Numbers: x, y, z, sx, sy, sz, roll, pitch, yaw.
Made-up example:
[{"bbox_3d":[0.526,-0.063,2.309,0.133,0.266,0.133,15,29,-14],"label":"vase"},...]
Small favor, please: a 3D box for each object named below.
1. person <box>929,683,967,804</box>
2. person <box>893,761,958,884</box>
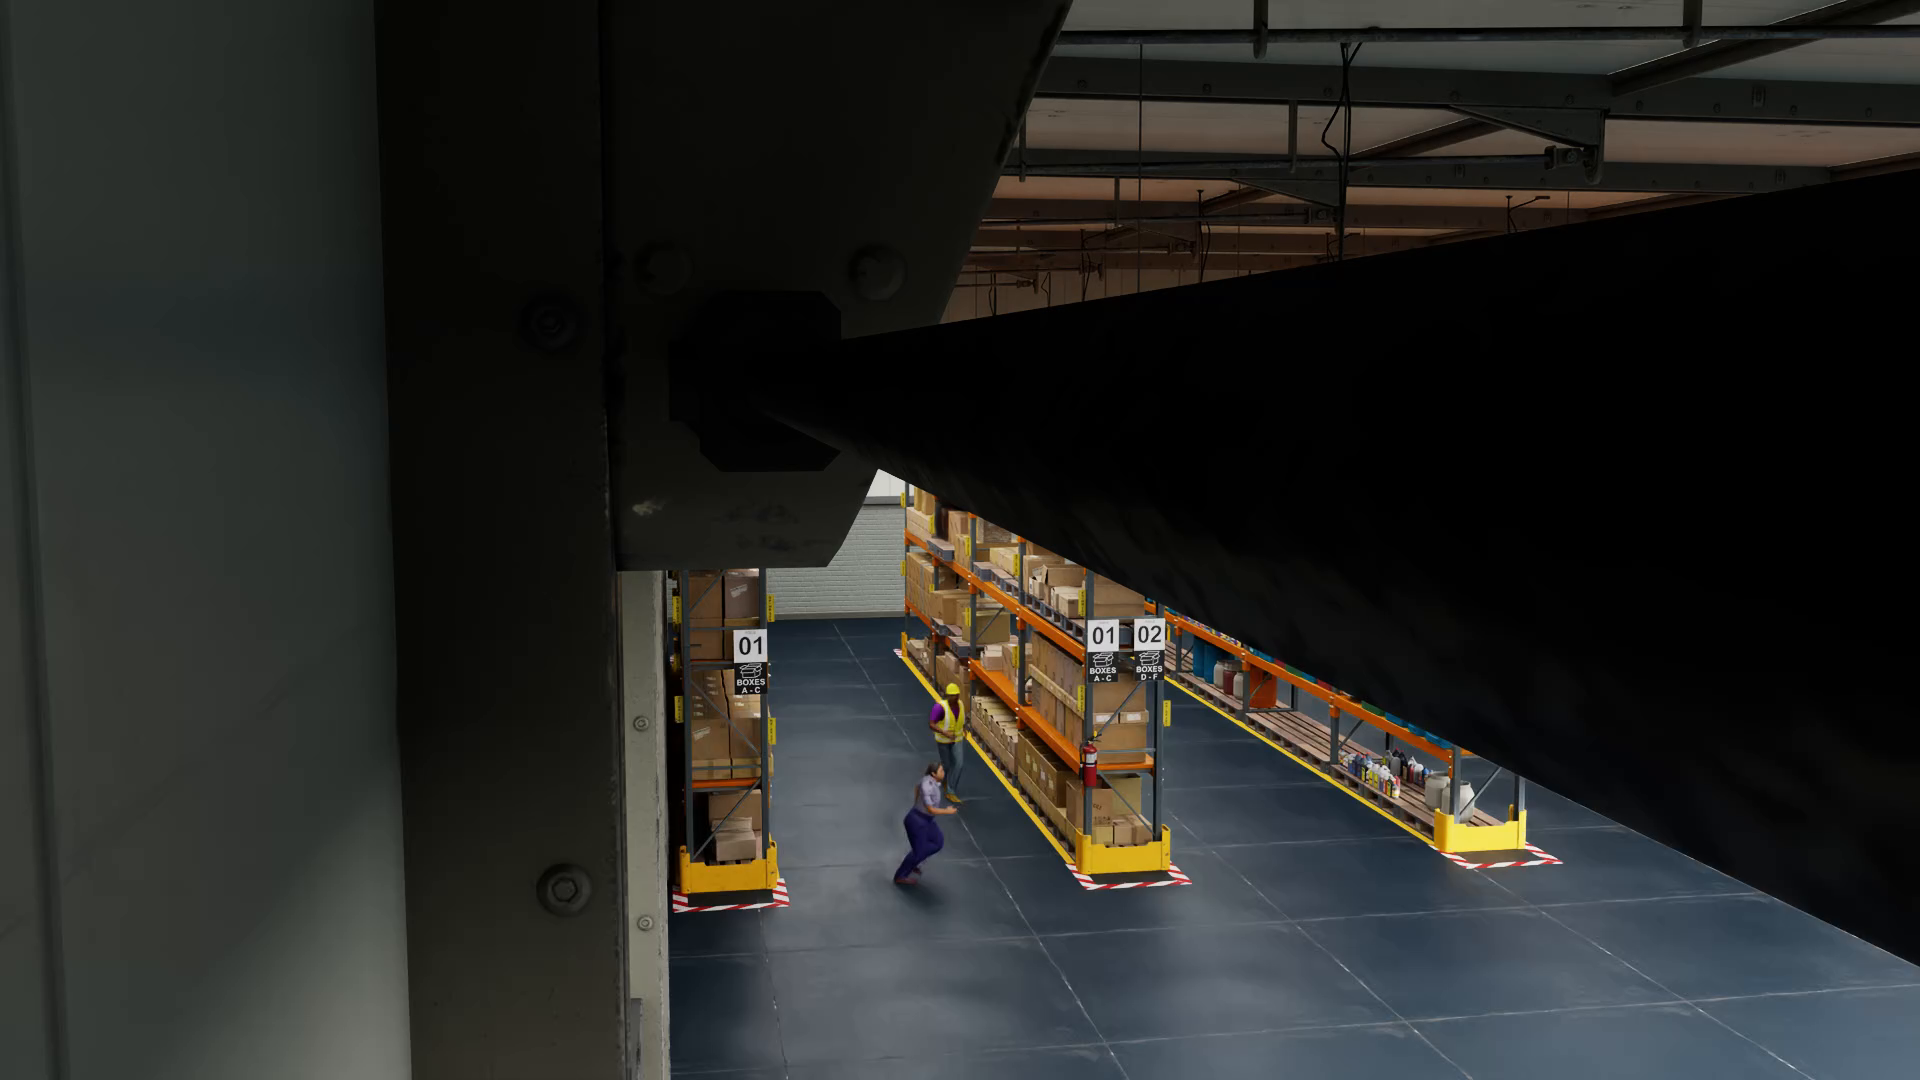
[{"bbox_3d":[-0.201,2.937,24.405,0.670,1.745,0.833,-2,6,-22],"label":"person"},{"bbox_3d":[-0.420,3.460,20.405,0.796,1.551,0.601,1,6,8],"label":"person"}]
